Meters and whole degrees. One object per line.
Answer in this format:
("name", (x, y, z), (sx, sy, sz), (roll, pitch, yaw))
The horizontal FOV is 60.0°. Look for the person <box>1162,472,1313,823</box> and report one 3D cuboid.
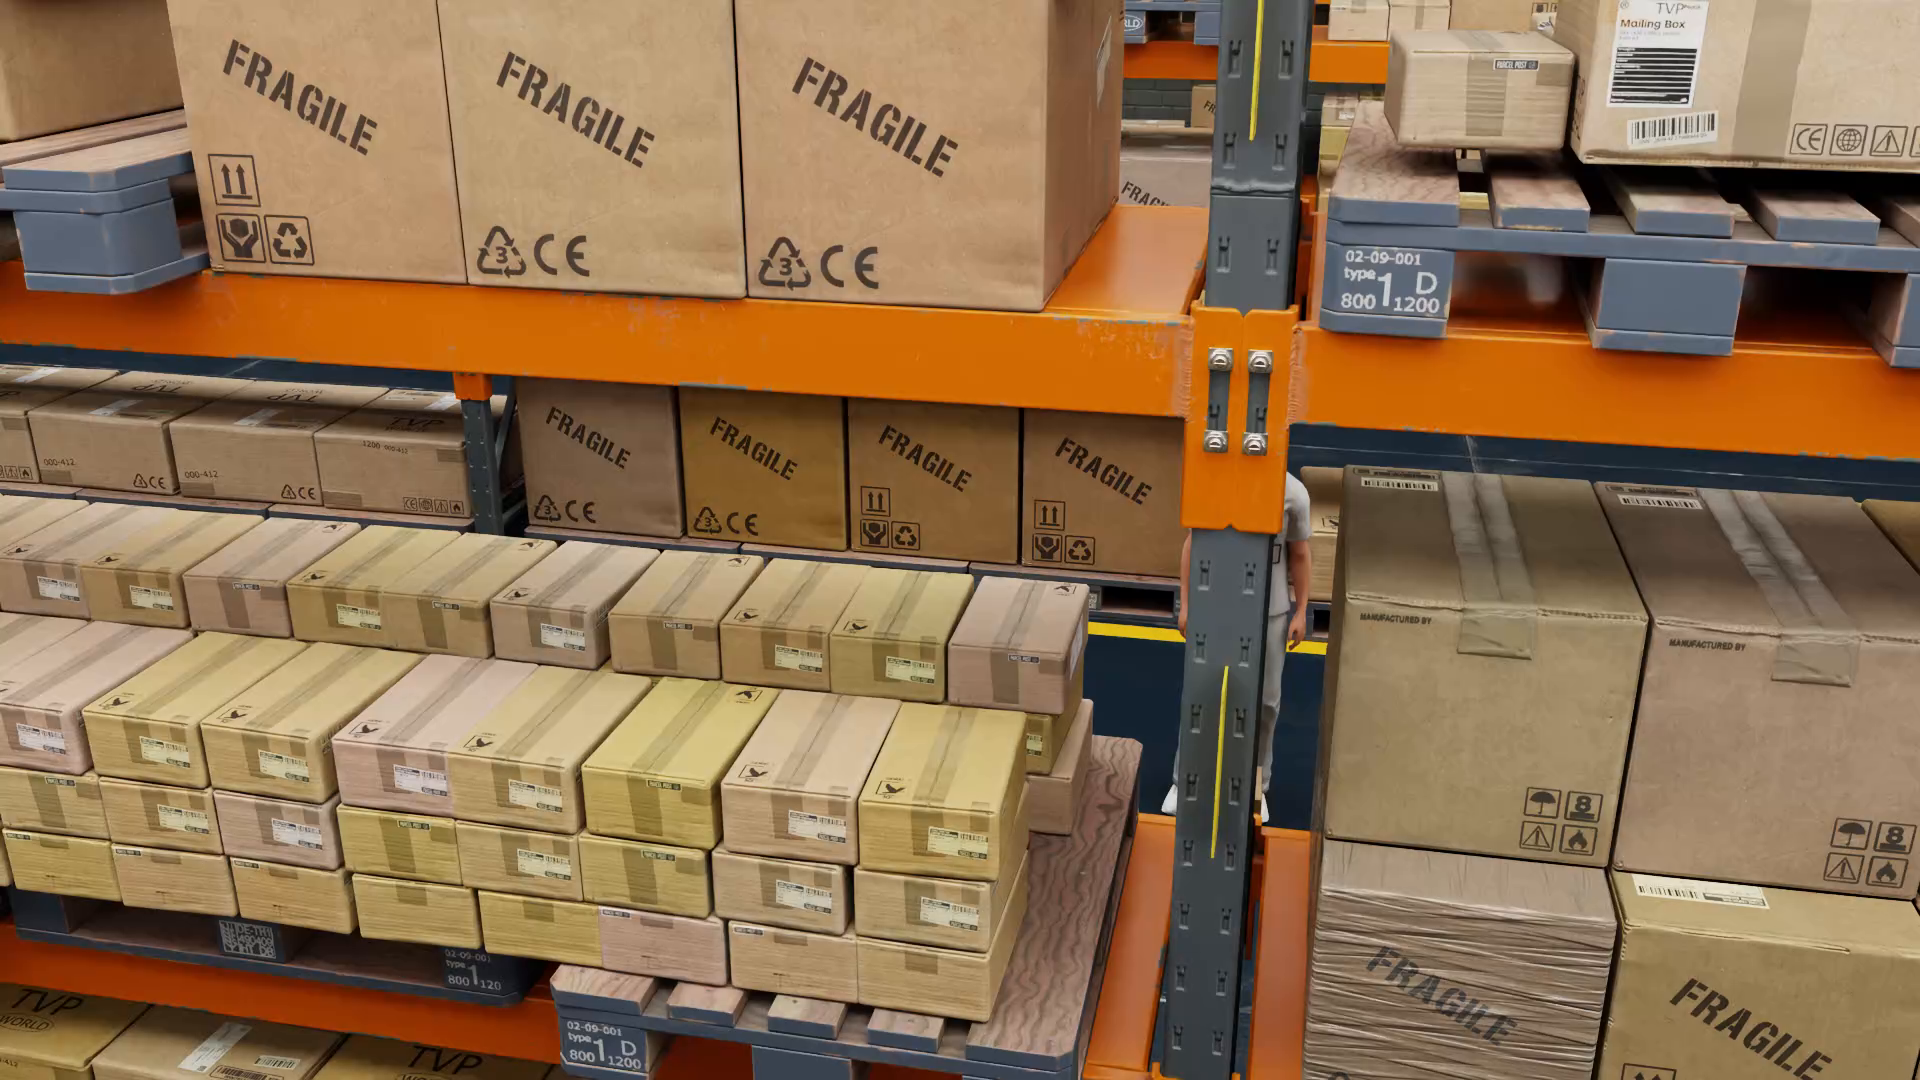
("person", (1.073, 0.283, 6.375), (0.515, 1.672, 0.355), (3, 22, 8))
